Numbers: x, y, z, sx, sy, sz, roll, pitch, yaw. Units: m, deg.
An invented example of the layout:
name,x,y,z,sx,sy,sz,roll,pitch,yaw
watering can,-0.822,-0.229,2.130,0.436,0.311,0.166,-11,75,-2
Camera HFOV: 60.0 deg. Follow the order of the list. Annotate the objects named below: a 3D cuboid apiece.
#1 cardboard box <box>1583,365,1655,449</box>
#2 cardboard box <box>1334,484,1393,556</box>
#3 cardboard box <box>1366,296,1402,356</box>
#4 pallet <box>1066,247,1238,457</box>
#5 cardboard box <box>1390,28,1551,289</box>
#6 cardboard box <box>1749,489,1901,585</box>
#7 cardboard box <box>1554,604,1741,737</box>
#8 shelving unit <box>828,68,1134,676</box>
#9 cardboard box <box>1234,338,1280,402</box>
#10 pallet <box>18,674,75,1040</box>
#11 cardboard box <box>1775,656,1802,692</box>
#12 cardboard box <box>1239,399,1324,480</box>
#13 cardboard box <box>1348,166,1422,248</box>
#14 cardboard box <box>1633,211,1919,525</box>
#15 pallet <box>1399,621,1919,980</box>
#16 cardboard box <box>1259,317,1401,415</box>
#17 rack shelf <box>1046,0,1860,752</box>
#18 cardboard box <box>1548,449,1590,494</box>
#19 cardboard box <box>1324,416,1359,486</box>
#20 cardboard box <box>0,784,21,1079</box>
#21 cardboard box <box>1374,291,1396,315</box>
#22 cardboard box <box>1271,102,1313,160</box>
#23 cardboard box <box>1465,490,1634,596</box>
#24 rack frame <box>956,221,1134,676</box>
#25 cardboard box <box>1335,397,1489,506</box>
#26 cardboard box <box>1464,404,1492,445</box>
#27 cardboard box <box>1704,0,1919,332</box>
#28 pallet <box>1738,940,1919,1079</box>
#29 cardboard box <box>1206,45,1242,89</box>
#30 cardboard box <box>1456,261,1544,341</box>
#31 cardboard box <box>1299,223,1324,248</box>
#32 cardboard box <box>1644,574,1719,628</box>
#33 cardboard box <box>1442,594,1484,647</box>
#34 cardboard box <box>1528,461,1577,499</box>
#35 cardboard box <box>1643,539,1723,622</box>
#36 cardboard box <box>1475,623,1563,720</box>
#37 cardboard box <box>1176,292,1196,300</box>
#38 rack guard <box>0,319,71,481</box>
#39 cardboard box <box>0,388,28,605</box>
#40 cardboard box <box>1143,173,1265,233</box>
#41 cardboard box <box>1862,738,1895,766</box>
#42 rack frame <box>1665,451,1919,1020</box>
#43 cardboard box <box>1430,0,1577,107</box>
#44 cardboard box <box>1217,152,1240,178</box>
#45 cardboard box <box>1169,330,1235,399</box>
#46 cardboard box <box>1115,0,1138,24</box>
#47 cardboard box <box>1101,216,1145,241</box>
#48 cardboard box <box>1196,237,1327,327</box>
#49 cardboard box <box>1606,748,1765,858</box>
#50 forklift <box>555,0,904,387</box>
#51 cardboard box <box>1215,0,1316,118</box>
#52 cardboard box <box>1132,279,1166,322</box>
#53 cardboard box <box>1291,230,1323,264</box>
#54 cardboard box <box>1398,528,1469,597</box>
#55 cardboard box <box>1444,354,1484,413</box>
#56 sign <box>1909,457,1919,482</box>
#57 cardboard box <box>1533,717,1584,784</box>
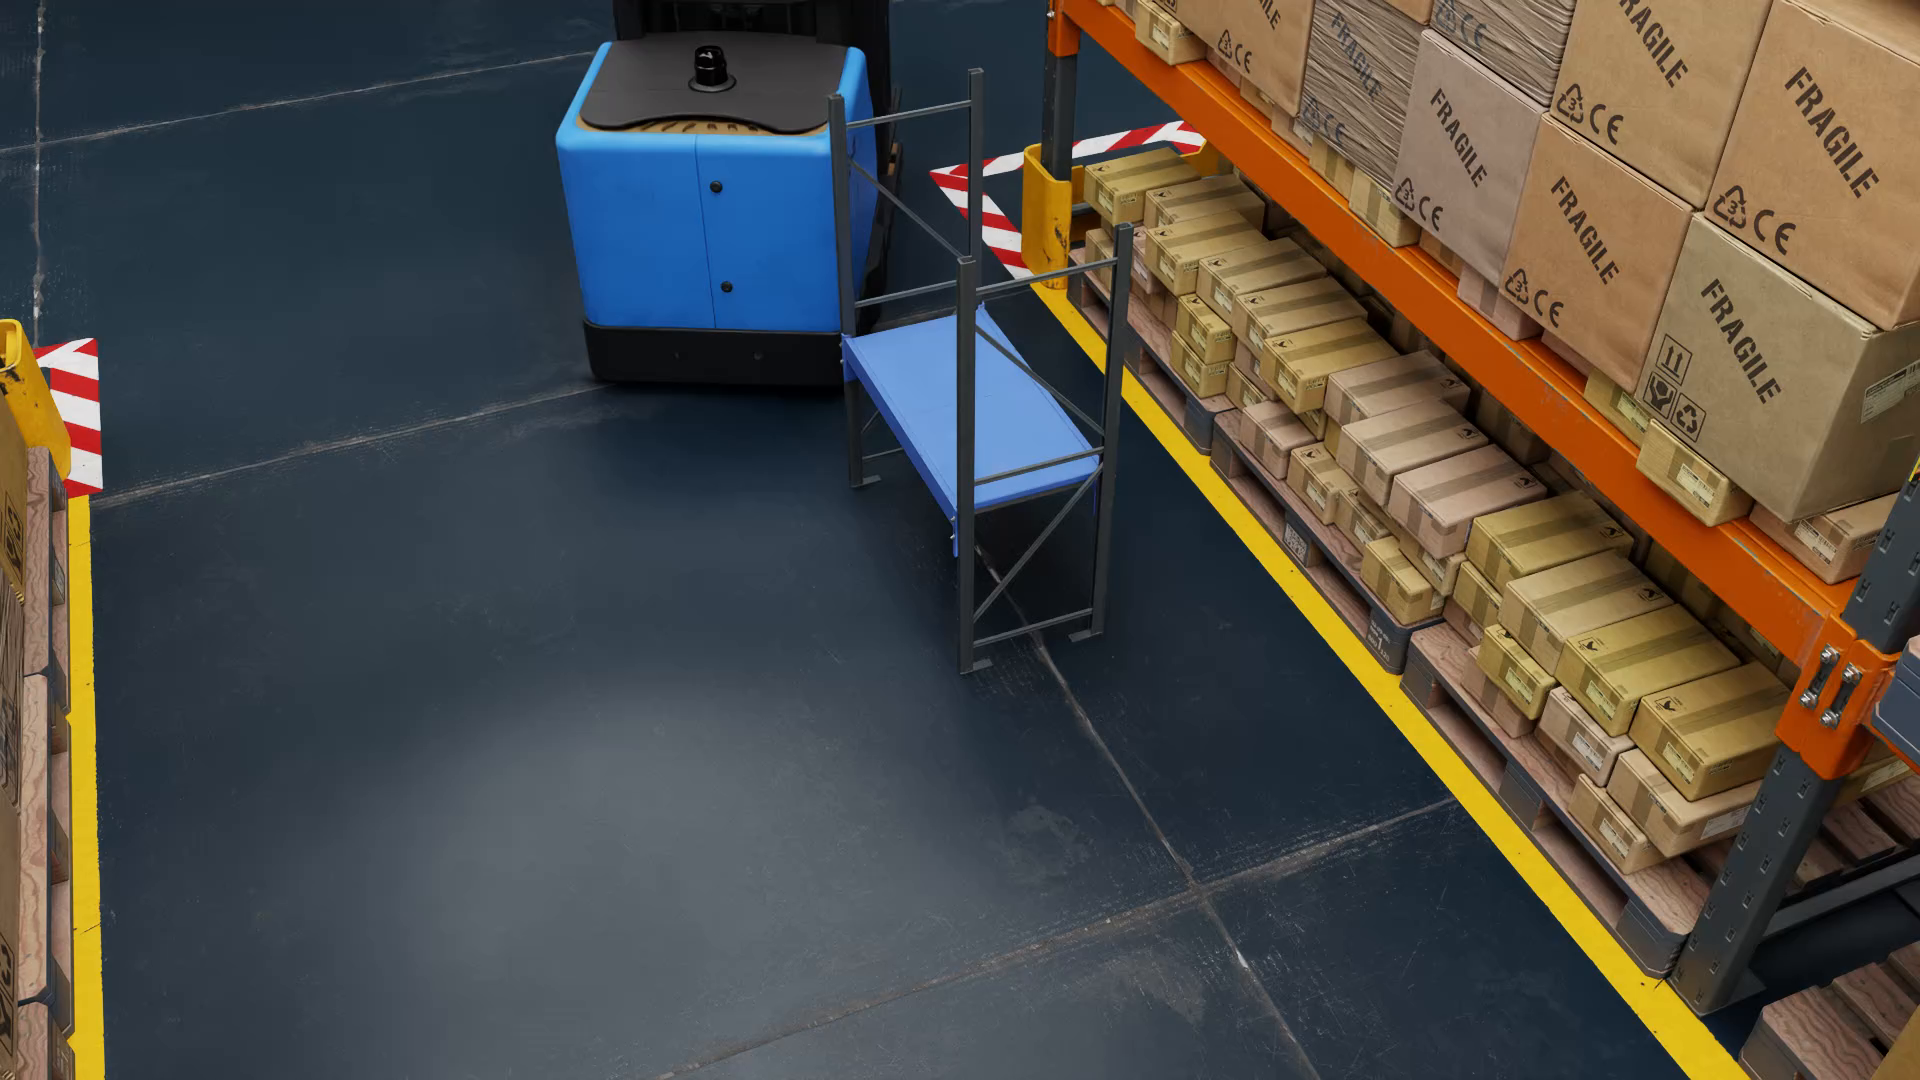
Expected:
name,x,y,z,sx,sy,sz,roll,pitch,yaw
cardboard box,1.778,-0.380,4.084,0.380,0.149,0.250,-13,42,-15
cardboard box,1.451,-0.084,5.412,0.380,0.149,0.250,-14,43,-16
cardboard box,1.695,-0.790,6.004,0.380,0.149,0.250,-14,43,-16
pallet,1.126,-0.866,6.595,1.003,0.211,1.213,-15,43,-17
cardboard box,1.517,-1.042,4.356,0.500,0.500,0.500,-15,43,-17
cardboard box,2.024,-0.076,3.730,0.380,0.149,0.250,-16,43,-17
cardboard box,1.838,0.345,4.456,0.380,0.149,0.250,-15,43,-16
shelving unit,0.033,-0.517,5.201,0.538,1.500,1.048,-15,43,-17
cardboard box,1.197,-0.656,5.849,0.380,0.149,0.250,-17,44,-19
pallet,-2.961,0.963,4.469,1.003,0.211,1.213,-15,43,-17
cardboard box,2.409,0.380,4.416,0.380,0.149,0.250,-13,42,-15
cardboard box,1.198,-0.382,5.758,0.380,0.149,0.250,-17,44,-19
cardboard box,1.359,-1.000,4.805,0.380,0.149,0.250,-14,43,-16
cardboard box,1.903,-0.429,3.643,0.500,0.500,0.500,-15,43,-17
pallet,2.060,0.604,4.886,1.003,0.211,1.213,-15,43,-17
cardboard box,1.227,-0.583,5.535,0.380,0.149,0.250,-14,43,-16
rack shelf,1.584,-0.989,5.152,1.077,0.370,4.000,-15,43,-17
cardboard box,2.073,-0.266,5.167,0.380,0.149,0.250,-14,43,-16
cardboard box,1.434,-0.338,5.479,0.380,0.149,0.250,-13,42,-15
cardboard box,-2.795,0.806,3.820,0.875,0.875,0.875,-15,43,-17
cardboard box,1.710,-0.905,5.910,0.380,0.149,0.250,-14,43,-15
cardboard box,1.204,-1.329,5.188,0.380,0.149,0.250,-16,43,-18
cardboard box,1.709,0.021,4.833,0.380,0.149,0.250,-14,43,-15
rack frame,0.227,-0.211,4.845,0.500,1.500,0.032,-15,43,-17
cardboard box,1.406,-0.278,5.181,0.380,0.149,0.250,-17,43,-18
cardboard box,1.907,-0.472,5.635,0.380,0.149,0.250,-15,43,-16
cardboard box,1.920,-0.803,3.311,0.500,0.500,0.500,-17,43,-18
pallet,2.649,1.469,3.880,1.003,0.211,1.213,-15,43,-17
cardboard box,1.055,-1.654,5.566,0.380,0.149,0.250,-13,42,-15
cardboard box,1.570,-0.697,4.453,0.380,0.149,0.250,-17,43,-19
cardboard box,1.515,-1.225,6.282,0.380,0.149,0.250,-16,43,-18
cardboard box,2.200,0.186,4.870,0.380,0.149,0.250,-15,43,-17
cardboard box,1.713,0.204,5.077,0.380,0.149,0.250,-16,43,-18
cardboard box,2.016,-0.149,5.259,0.380,0.149,0.250,-13,42,-15
cardboard box,2.216,0.059,4.789,0.380,0.149,0.250,-16,43,-17
cardboard box,1.701,0.324,4.709,0.380,0.149,0.250,-17,43,-18
cardboard box,1.010,-0.974,6.218,0.380,0.149,0.250,-15,43,-16
rack guard,-3.812,-0.357,5.782,1.175,0.500,0.348,-15,43,-17
cardboard box,-3.484,-0.278,5.081,0.875,0.875,0.875,-15,43,-17
cardboard box,0.922,-1.234,6.293,0.380,0.149,0.250,-14,43,-16
cardboard box,2.506,0.453,4.559,0.380,0.149,0.250,-13,42,-15
rack frame,2.349,-0.057,3.516,1.000,3.000,0.127,-15,43,-17
cardboard box,1.534,-1.425,4.035,0.500,0.500,0.500,-14,43,-16
cardboard box,1.256,-1.515,6.619,0.380,0.149,0.250,-15,43,-16
cardboard box,0.997,-0.683,6.108,0.380,0.149,0.250,-15,43,-16
cardboard box,0.776,-1.952,5.912,0.380,0.149,0.250,-14,43,-15
cardboard box,0.782,-1.278,6.572,0.380,0.149,0.250,-13,42,-15
cardboard box,1.071,-0.922,5.930,0.380,0.149,0.250,-17,44,-19
cardboard box,1.935,0.641,4.340,0.380,0.149,0.250,-14,43,-16
forklift,-0.833,-2.637,6.569,1.130,2.935,3.031,2,41,2
cardboard box,1.140,-1.664,5.080,0.500,0.500,0.500,-15,43,-16
cardboard box,0.899,-1.013,6.491,0.380,0.149,0.250,-15,43,-17
cardboard box,1.485,-1.099,6.363,0.380,0.149,0.250,-17,43,-19
cardboard box,1.580,0.000,5.086,0.380,0.149,0.250,-14,43,-16
cardboard box,1.835,-0.568,5.518,0.380,0.149,0.250,-15,43,-17
sign,1.851,-0.246,3.071,0.100,0.325,0.005,-15,43,-17
cardboard box,1.862,0.536,4.691,0.380,0.149,0.250,-14,43,-16
